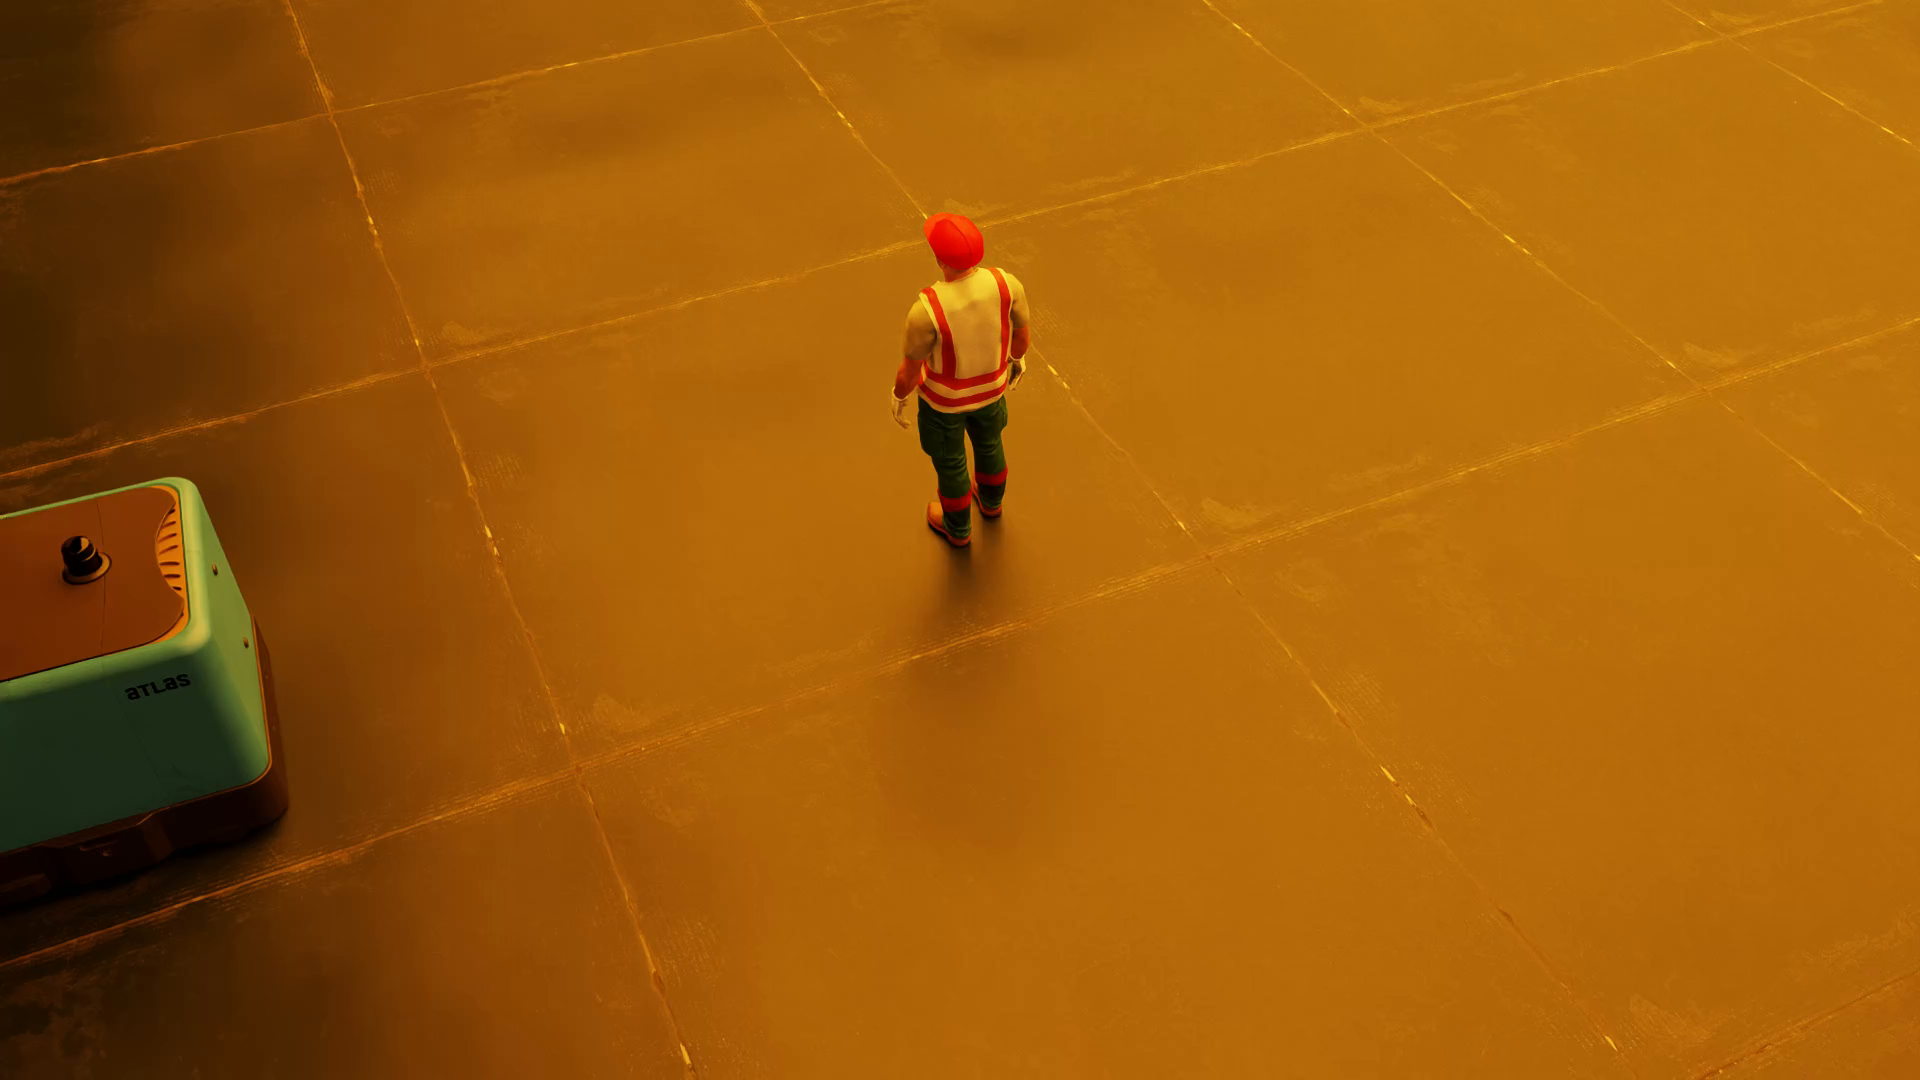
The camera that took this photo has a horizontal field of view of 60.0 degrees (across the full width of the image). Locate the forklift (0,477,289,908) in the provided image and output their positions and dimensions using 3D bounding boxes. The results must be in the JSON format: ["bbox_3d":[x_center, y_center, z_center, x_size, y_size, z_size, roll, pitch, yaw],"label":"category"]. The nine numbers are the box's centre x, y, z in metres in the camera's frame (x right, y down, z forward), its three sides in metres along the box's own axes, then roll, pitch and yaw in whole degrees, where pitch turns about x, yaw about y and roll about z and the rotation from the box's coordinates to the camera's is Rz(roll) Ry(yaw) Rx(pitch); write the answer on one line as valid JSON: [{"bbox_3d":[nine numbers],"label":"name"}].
[{"bbox_3d":[-4.236,0.126,5.545,3.031,2.935,1.130,-15,45,-16],"label":"forklift"}]

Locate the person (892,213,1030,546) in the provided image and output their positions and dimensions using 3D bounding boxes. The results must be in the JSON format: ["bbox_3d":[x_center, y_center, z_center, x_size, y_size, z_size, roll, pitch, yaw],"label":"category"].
[{"bbox_3d":[-0.023,-0.713,7.270,0.637,1.790,0.562,-18,46,-18],"label":"person"}]
